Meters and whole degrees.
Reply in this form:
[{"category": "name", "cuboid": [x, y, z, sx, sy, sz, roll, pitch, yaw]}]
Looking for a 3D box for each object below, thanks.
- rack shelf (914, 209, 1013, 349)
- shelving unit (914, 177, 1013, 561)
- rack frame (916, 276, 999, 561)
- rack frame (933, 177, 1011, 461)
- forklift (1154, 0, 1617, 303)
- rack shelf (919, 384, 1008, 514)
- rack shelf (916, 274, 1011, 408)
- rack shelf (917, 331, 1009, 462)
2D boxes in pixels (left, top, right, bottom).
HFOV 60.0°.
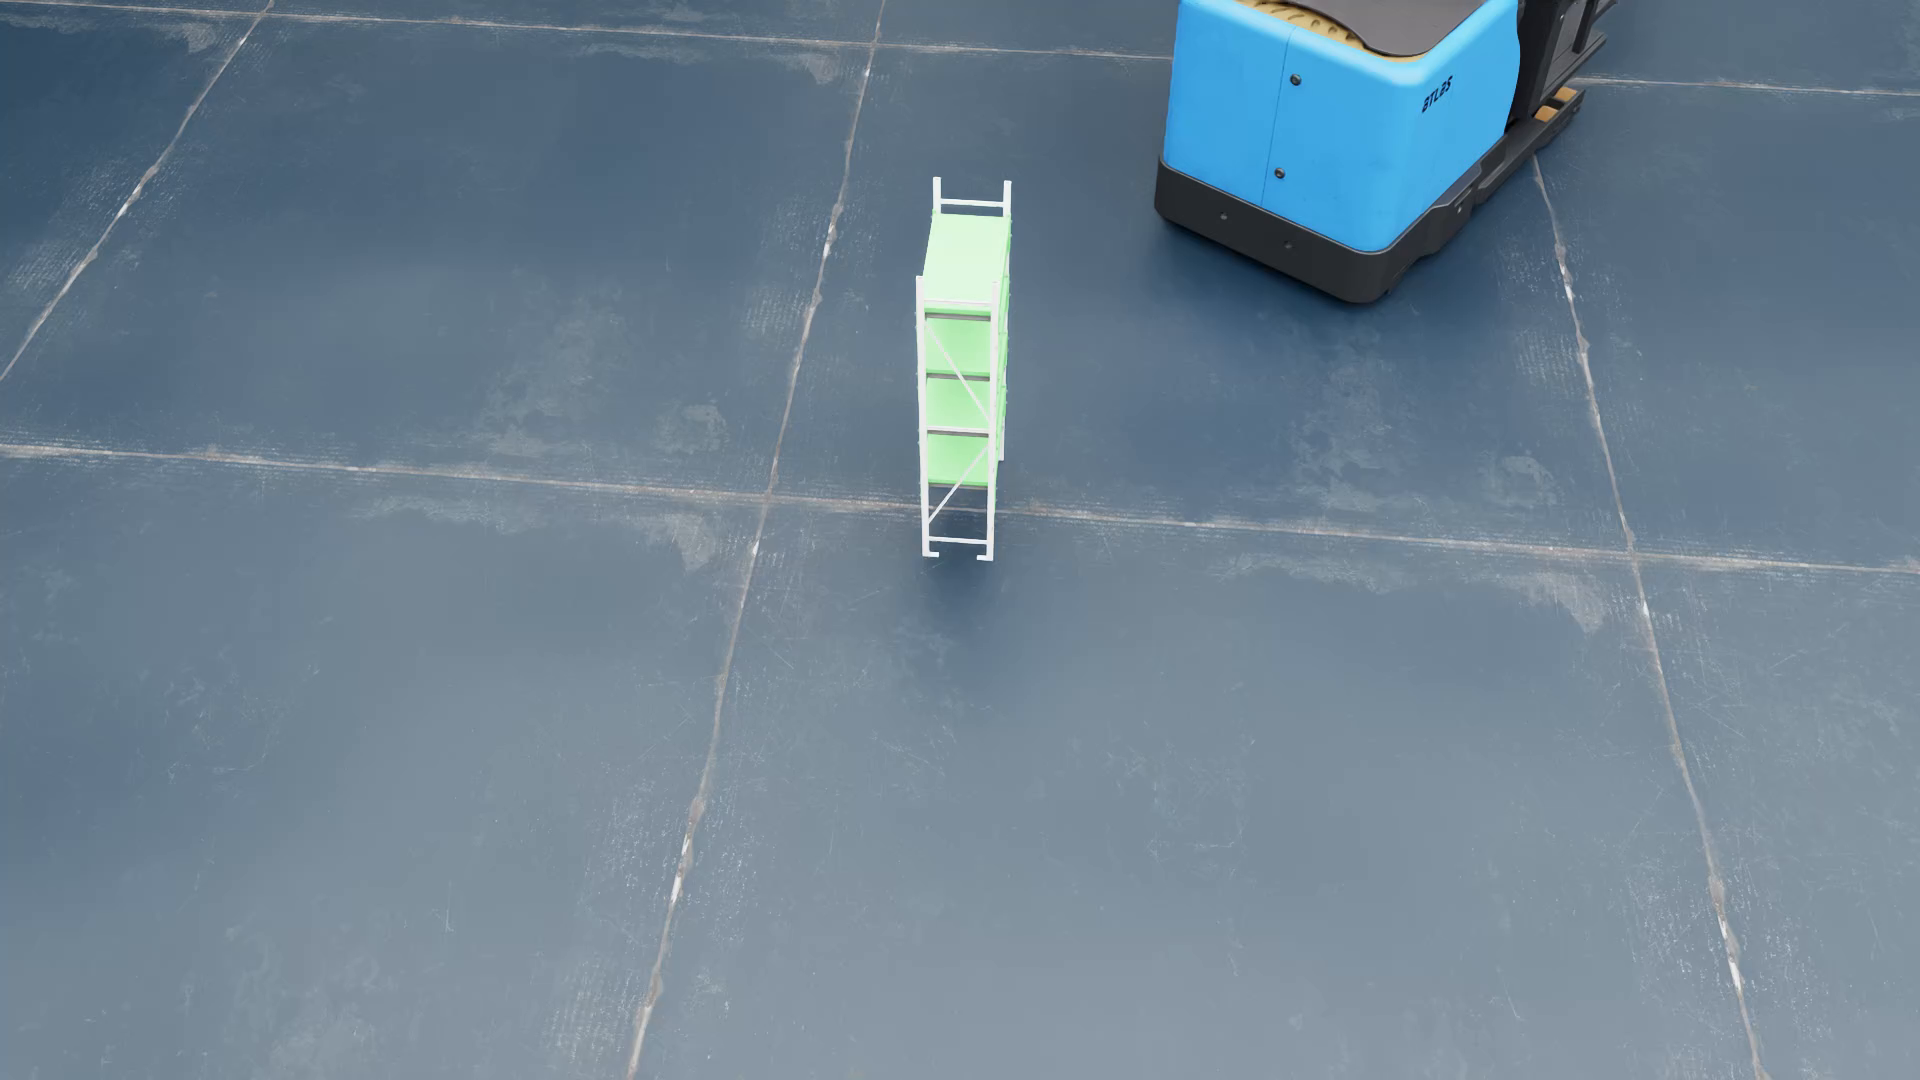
[{"category": "rack shelf", "cuboid": [0.015, -0.807, 5.111, 0.258, 0.148, 0.480, 4, 48, 4]}, {"category": "shelving unit", "cuboid": [0.015, -0.527, 5.419, 0.258, 1.200, 0.503, 4, 48, 4]}, {"category": "rack frame", "cuboid": [-0.007, -0.347, 5.255, 0.240, 1.200, 0.015, 4, 48, 4]}, {"category": "rack frame", "cuboid": [0.037, -0.706, 5.583, 0.240, 1.200, 0.015, 4, 48, 4]}, {"category": "forklift", "cuboid": [2.127, -2.944, 6.456, 1.130, 2.935, 3.031, 31, 55, 25]}, {"category": "rack shelf", "cuboid": [0.015, -0.321, 5.643, 0.258, 0.148, 0.480, 4, 48, 4]}, {"category": "rack shelf", "cuboid": [0.015, -0.645, 5.289, 0.258, 0.148, 0.480, 4, 48, 4]}, {"category": "rack shelf", "cuboid": [0.015, -0.483, 5.466, 0.258, 0.148, 0.480, 4, 48, 4]}]
